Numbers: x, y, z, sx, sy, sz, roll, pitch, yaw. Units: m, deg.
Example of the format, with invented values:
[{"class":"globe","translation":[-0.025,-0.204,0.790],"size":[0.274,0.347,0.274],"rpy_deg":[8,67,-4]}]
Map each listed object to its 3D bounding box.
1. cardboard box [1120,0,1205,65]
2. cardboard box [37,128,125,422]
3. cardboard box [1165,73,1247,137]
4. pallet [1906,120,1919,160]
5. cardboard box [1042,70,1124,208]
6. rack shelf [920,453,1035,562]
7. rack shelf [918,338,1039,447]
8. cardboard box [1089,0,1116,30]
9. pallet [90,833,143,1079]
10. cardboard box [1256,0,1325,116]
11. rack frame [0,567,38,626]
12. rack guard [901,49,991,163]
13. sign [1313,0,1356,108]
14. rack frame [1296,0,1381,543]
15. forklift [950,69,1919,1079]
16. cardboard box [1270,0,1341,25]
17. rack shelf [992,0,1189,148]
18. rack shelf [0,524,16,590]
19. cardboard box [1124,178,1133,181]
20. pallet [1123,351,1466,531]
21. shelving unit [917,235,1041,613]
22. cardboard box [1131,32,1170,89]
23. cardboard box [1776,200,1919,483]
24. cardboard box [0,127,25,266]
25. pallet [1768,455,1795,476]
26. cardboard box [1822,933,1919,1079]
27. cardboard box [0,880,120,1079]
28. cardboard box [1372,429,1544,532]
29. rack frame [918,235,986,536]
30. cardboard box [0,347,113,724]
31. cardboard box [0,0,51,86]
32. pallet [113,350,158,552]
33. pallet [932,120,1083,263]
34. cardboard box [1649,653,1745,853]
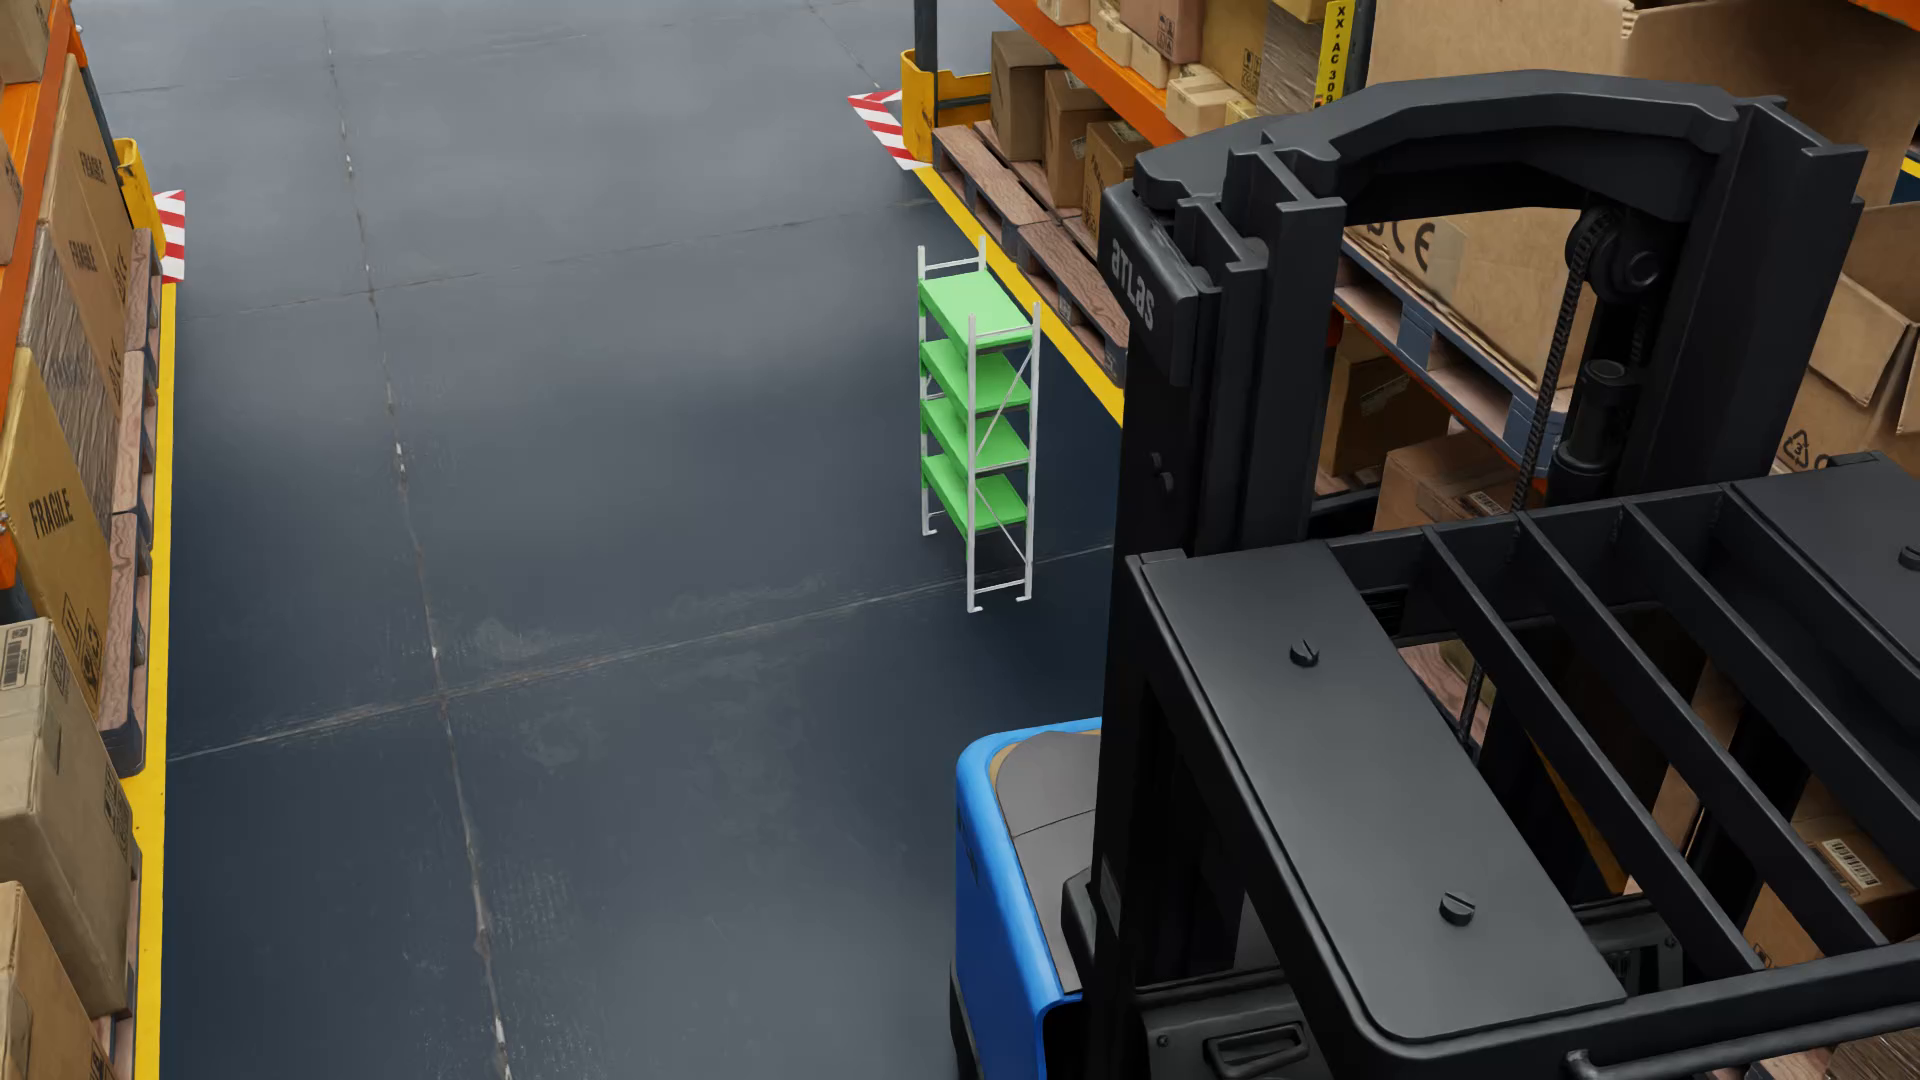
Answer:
[{"class":"cardboard box","translation":[1.123,-2.194,6.340],"size":[0.875,0.500,0.500],"rpy_deg":[-12,39,-16]},{"class":"cardboard box","translation":[-3.843,-0.960,6.448],"size":[0.875,0.875,0.875],"rpy_deg":[-13,39,-17]},{"class":"cardboard box","translation":[0.978,-1.592,6.080],"size":[0.380,0.149,0.250],"rpy_deg":[-12,39,-16]},{"class":"pallet","translation":[5.660,-2.207,9.005],"size":[1.003,0.211,1.213],"rpy_deg":[-12,39,-16]},{"class":"cardboard box","translation":[0.686,-1.959,8.087],"size":[0.500,0.500,0.500],"rpy_deg":[-3,37,-4]},{"class":"rack shelf","translation":[0.057,-0.143,5.948],"size":[0.258,0.148,0.480],"rpy_deg":[-12,39,-16]},{"class":"rack shelf","translation":[0.057,-0.526,5.659],"size":[0.258,0.148,0.480],"rpy_deg":[-12,39,-16]},{"class":"cardboard box","translation":[0.759,-2.185,6.866],"size":[0.380,0.149,0.250],"rpy_deg":[-12,39,-16]},{"class":"pallet","translation":[-2.730,1.287,4.366],"size":[1.003,0.211,1.213],"rpy_deg":[-12,39,-16]},{"class":"cardboard box","translation":[1.528,-1.643,5.608],"size":[0.875,0.500,0.500],"rpy_deg":[-12,39,-16]},{"class":"rack frame","translation":[-3.067,-0.247,4.085],"size":[1.000,3.000,0.127],"rpy_deg":[-12,39,-16]},{"class":"rack guard","translation":[0.275,-2.435,9.068],"size":[1.175,0.500,0.348],"rpy_deg":[-12,39,-16]},{"class":"sign","translation":[1.118,-1.446,4.957],"size":[0.100,0.325,0.005],"rpy_deg":[-12,39,-16]},{"class":"rack frame","translation":[1.625,-1.217,5.373],"size":[1.000,3.000,0.127],"rpy_deg":[-12,39,-16]},{"class":"forklift","translation":[0.801,0.947,2.557],"size":[1.130,2.935,3.031],"rpy_deg":[-8,38,-10]},{"class":"cardboard box","translation":[1.212,-1.973,5.214],"size":[0.500,0.500,0.500],"rpy_deg":[-12,39,-16]},{"class":"rack shelf","translation":[0.937,-2.060,7.089],"size":[1.077,0.370,4.000],"rpy_deg":[-12,39,-16]},{"class":"rack shelf","translation":[-2.378,1.170,2.802],"size":[1.077,0.370,4.000],"rpy_deg":[-12,39,-16]},{"class":"cardboard box","translation":[1.033,-1.277,7.181],"size":[0.500,0.500,0.500],"rpy_deg":[-16,40,-20]},{"class":"pallet","translation":[1.361,-0.475,6.706],"size":[1.003,0.211,1.213],"rpy_deg":[-12,39,-16]},{"class":"shelving unit","translation":[0.057,-0.386,5.765],"size":[0.258,1.200,0.503],"rpy_deg":[-12,39,-16]},{"class":"cardboard box","translation":[0.892,-1.894,6.480],"size":[0.380,0.149,0.250],"rpy_deg":[-12,39,-16]},{"class":"cardboard box","translation":[2.308,-0.466,3.941],"size":[0.797,0.503,0.637],"rpy_deg":[-9,38,-11]},{"class":"cardboard box","translation":[-3.491,-1.149,5.157],"size":[0.875,0.550,0.550],"rpy_deg":[-12,39,-16]},{"class":"pallet","translation":[2.282,0.009,3.904],"size":[1.003,0.211,1.213],"rpy_deg":[-12,39,-16]},{"class":"cardboard box","translation":[2.549,1.180,3.902],"size":[0.700,0.500,0.500],"rpy_deg":[-16,40,-20]},{"class":"cardboard box","translation":[-2.440,1.361,3.470],"size":[1.050,0.750,0.750],"rpy_deg":[-12,39,-16]},{"class":"cardboard box","translation":[1.816,-0.043,5.526],"size":[0.700,0.500,0.500],"rpy_deg":[-15,40,-19]},{"class":"rack frame","translation":[-0.027,-0.524,5.948],"size":[0.240,1.200,0.015],"rpy_deg":[-12,39,-16]},{"class":"cardboard box","translation":[-3.217,0.064,5.089],"size":[0.875,0.875,0.875],"rpy_deg":[-12,39,-15]},{"class":"cardboard box","translation":[-4.063,-2.061,6.368],"size":[0.875,0.550,0.550],"rpy_deg":[-12,39,-16]},{"class":"pallet","translation":[-3.678,-0.270,6.433],"size":[1.003,0.211,1.213],"rpy_deg":[-12,39,-16]},{"class":"pallet","translation":[0.521,-1.854,8.536],"size":[1.003,0.211,1.213],"rpy_deg":[-12,39,-16]},{"class":"cardboard box","translation":[2.156,0.546,4.744],"size":[0.700,0.500,0.500],"rpy_deg":[-16,40,-20]}]
